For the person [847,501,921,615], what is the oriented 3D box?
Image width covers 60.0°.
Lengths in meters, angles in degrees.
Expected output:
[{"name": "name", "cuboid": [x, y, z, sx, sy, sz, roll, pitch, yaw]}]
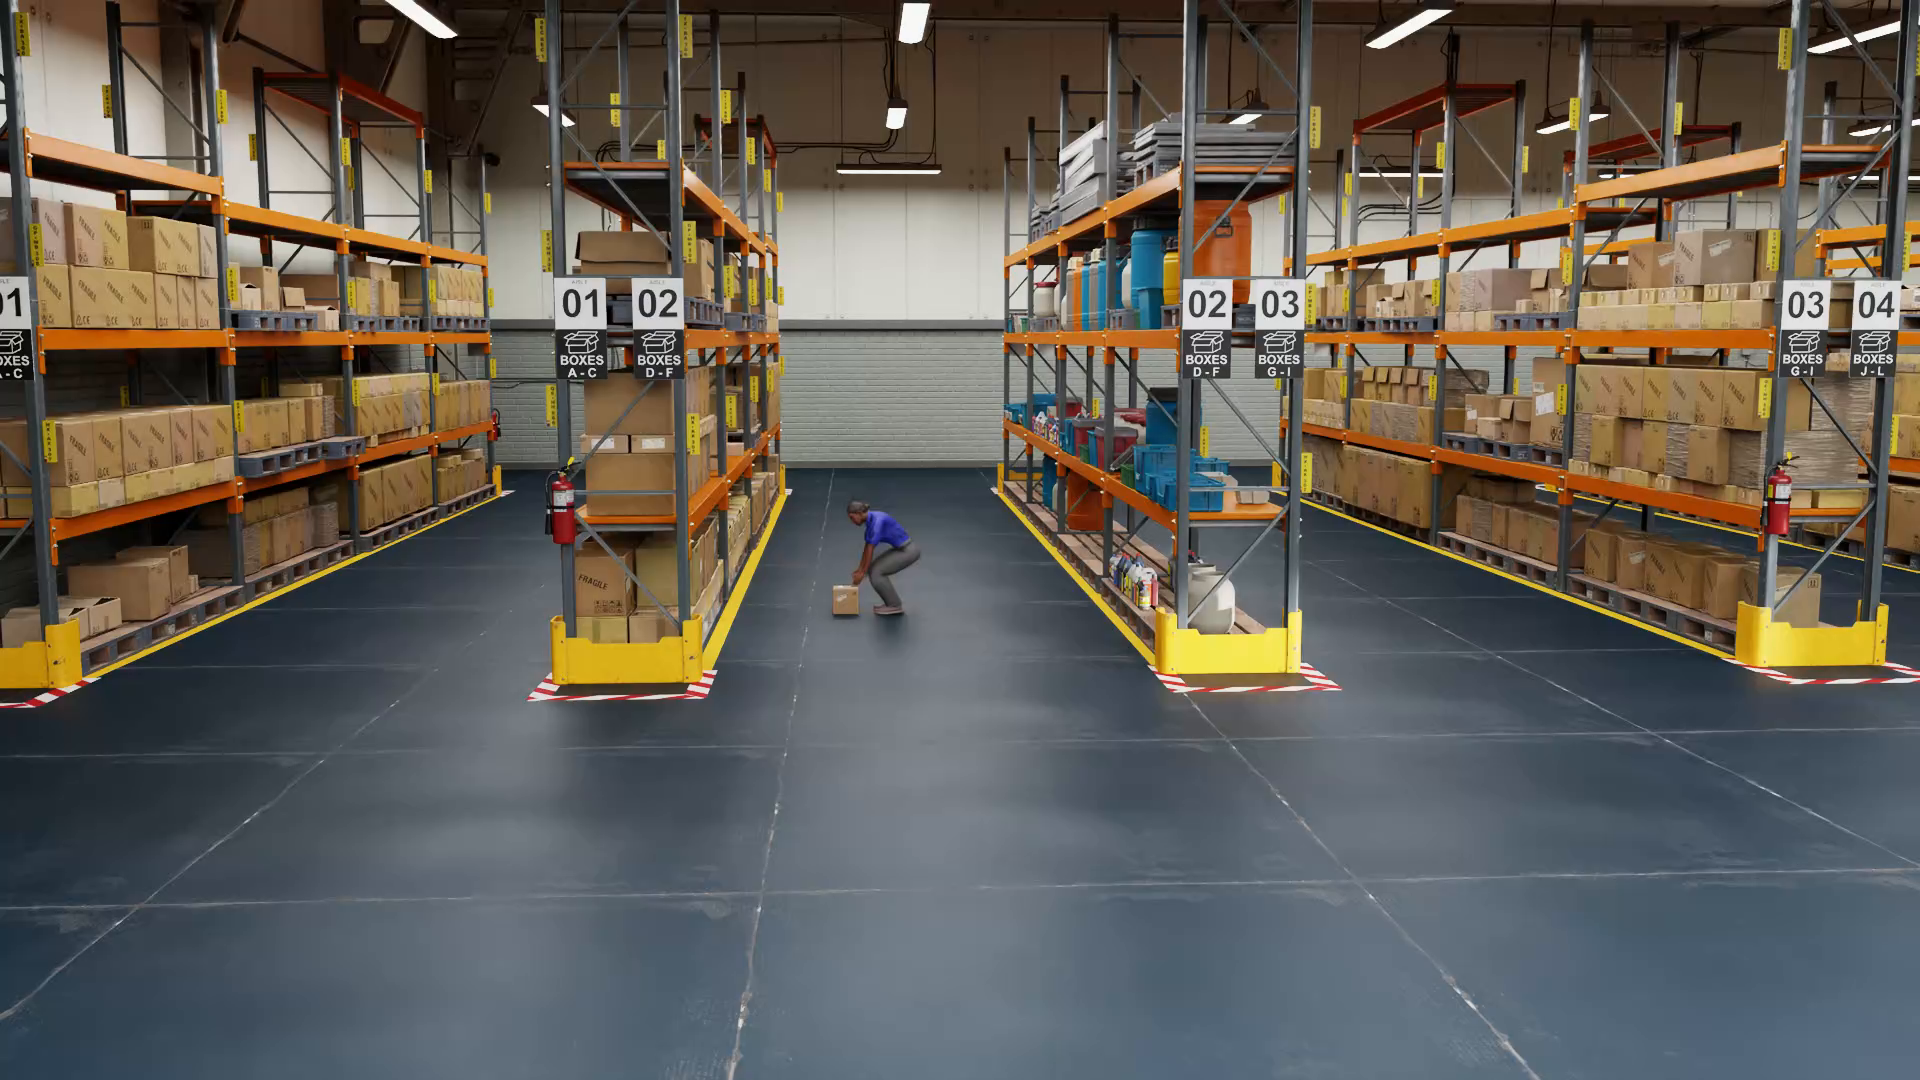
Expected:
[{"name": "person", "cuboid": [-0.755, 0.169, 16.580, 0.739, 1.134, 0.495, 0, 7, -4]}]
